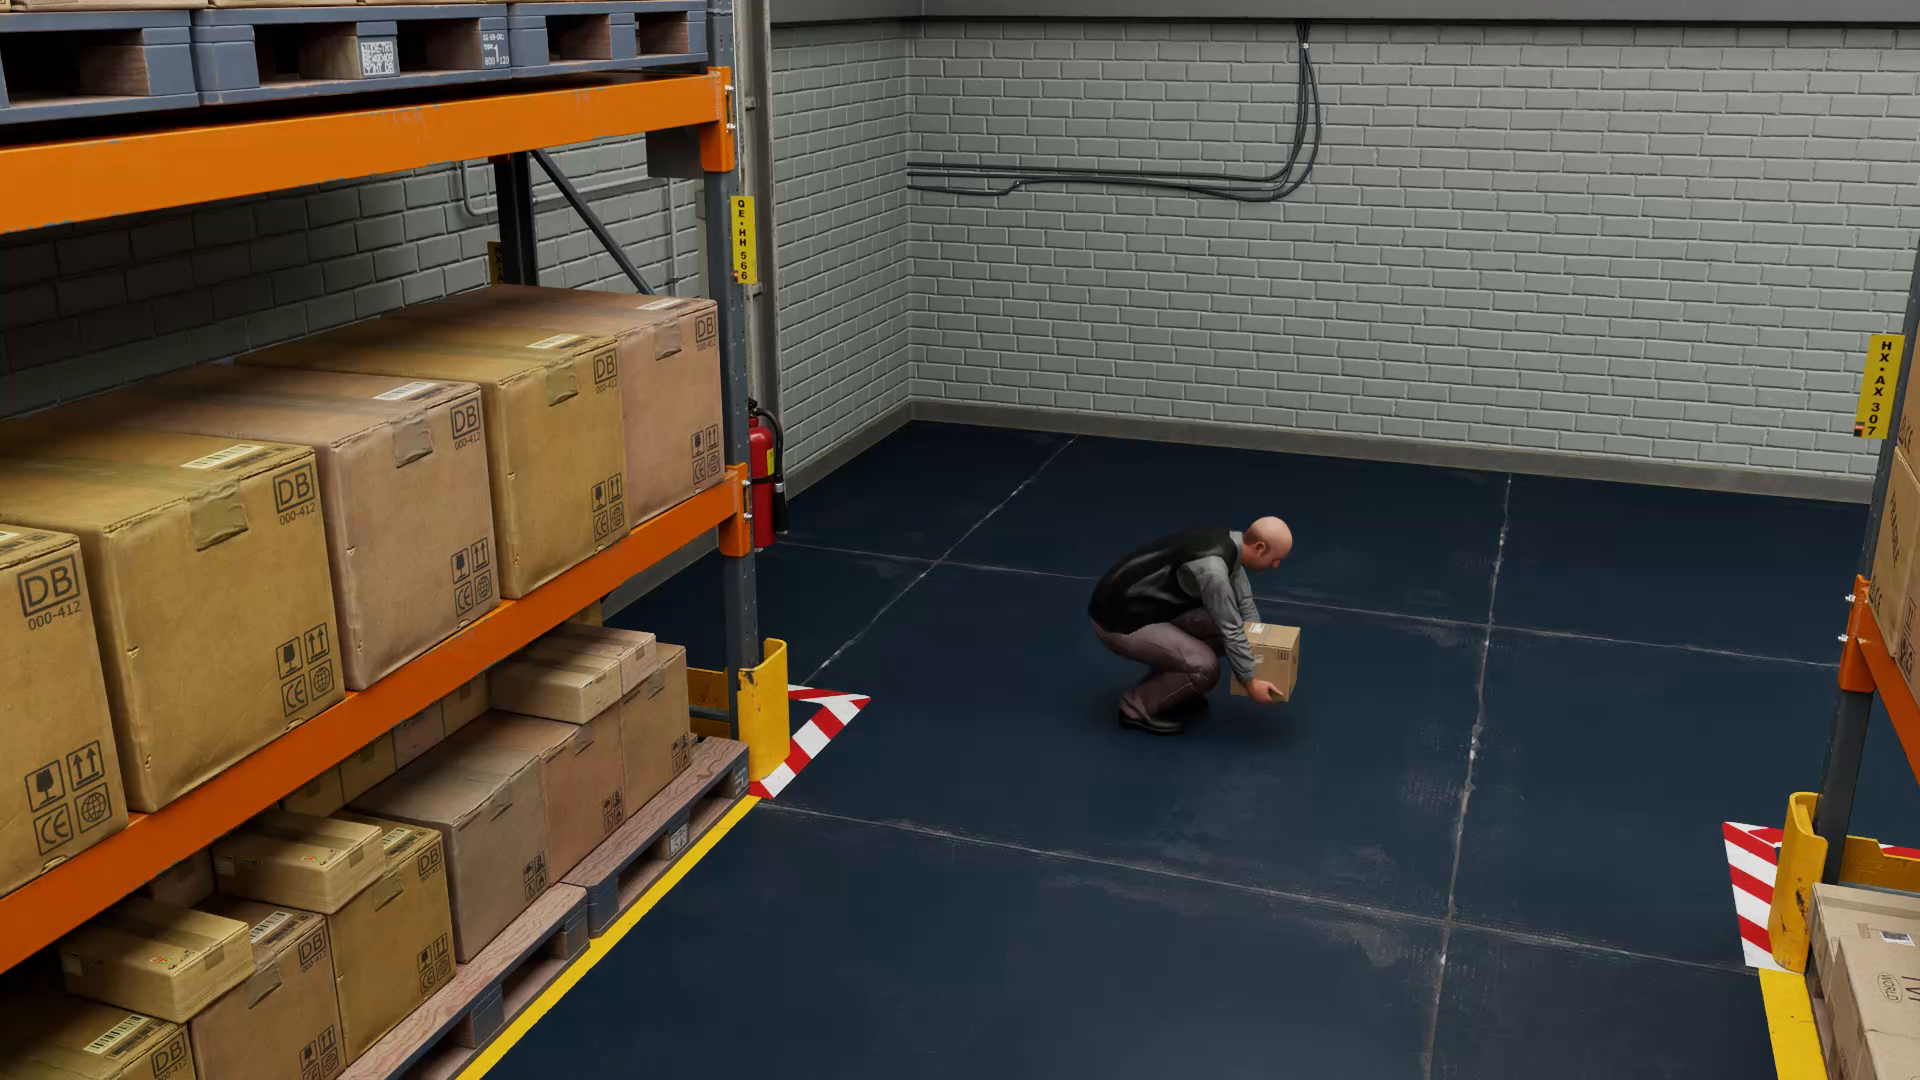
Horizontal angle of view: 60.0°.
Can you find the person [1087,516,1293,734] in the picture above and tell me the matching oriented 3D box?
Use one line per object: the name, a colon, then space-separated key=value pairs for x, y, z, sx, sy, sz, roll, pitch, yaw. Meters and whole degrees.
person: x=1.009 y=0.347 z=7.277 sx=0.877 sy=0.963 sz=0.513 roll=6 pitch=19 yaw=17
